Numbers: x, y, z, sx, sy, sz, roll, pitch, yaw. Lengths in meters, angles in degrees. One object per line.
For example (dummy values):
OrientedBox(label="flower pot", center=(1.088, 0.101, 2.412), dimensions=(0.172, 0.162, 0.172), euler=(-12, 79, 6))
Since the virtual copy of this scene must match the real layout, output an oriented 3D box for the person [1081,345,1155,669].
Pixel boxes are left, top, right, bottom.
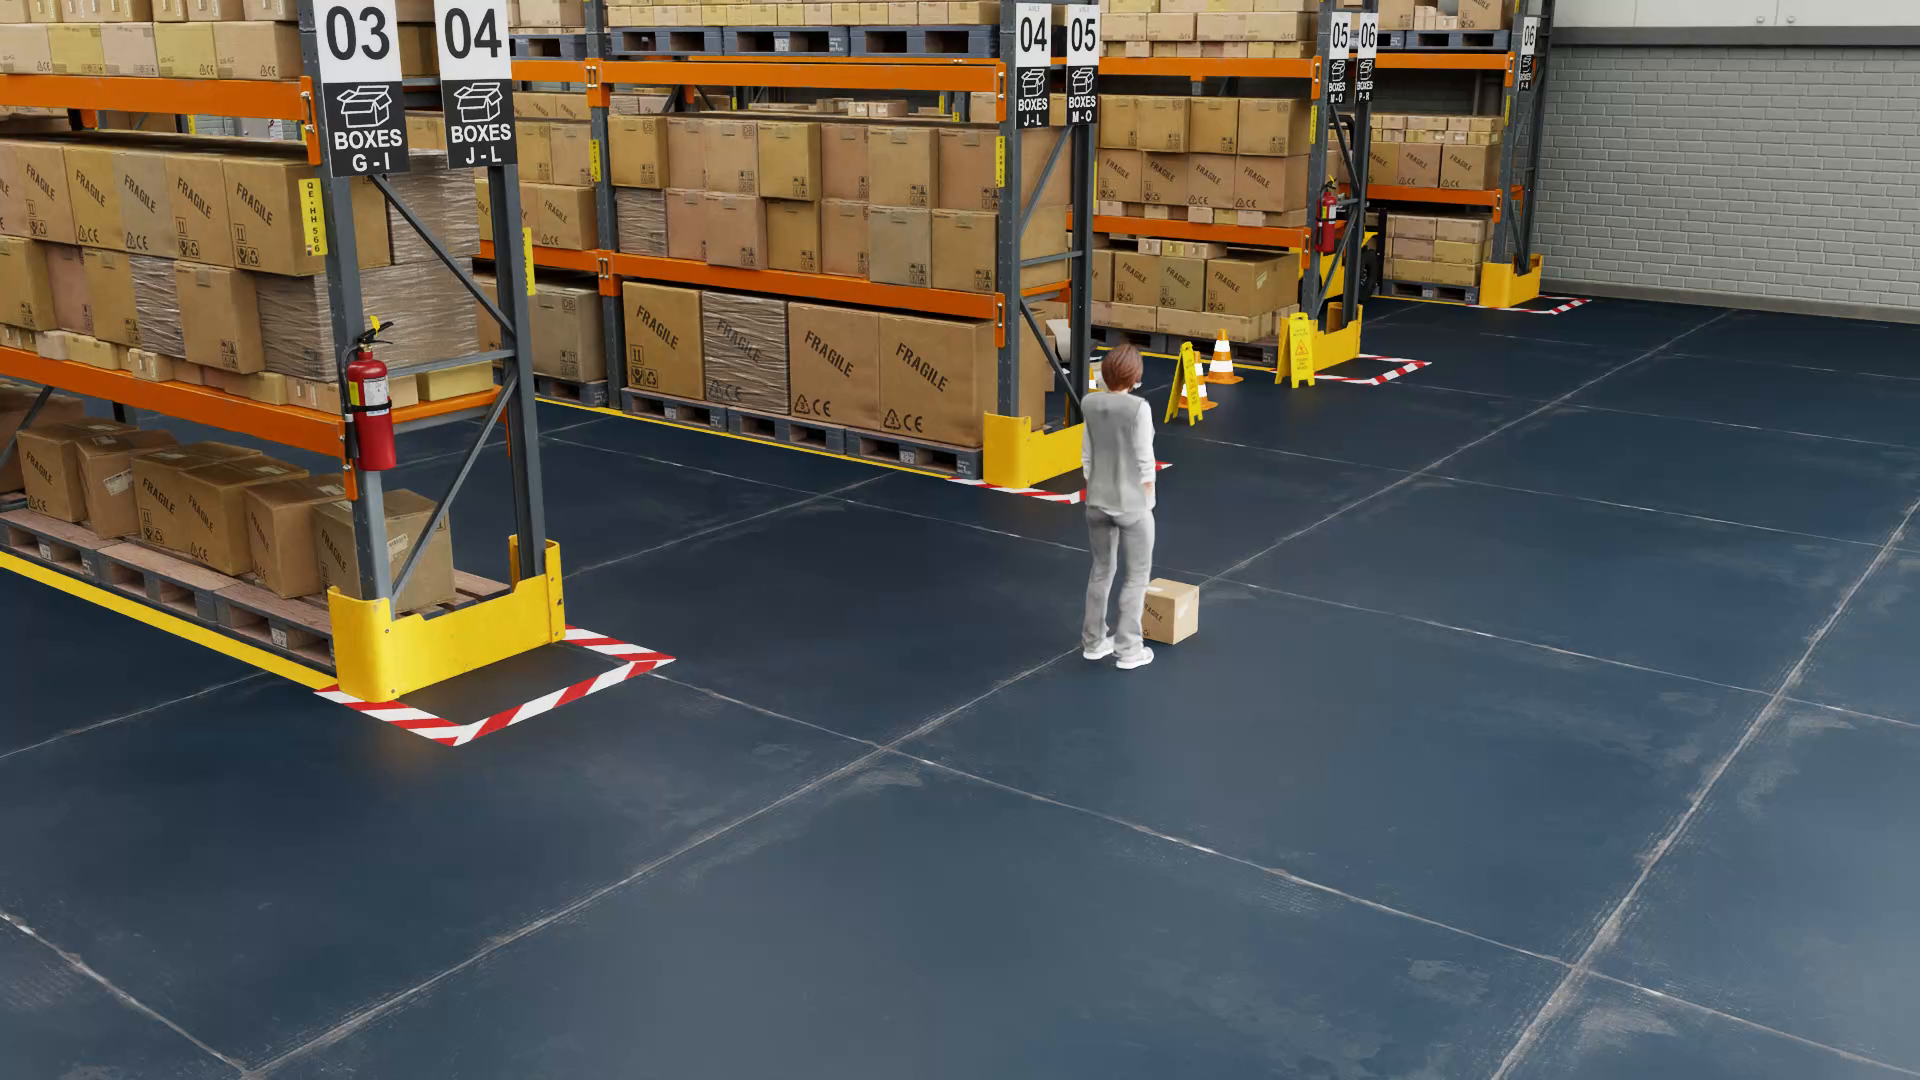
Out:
OrientedBox(label="person", center=(0.761, -0.154, 8.117), dimensions=(0.409, 1.576, 0.305), euler=(13, 21, 36))
